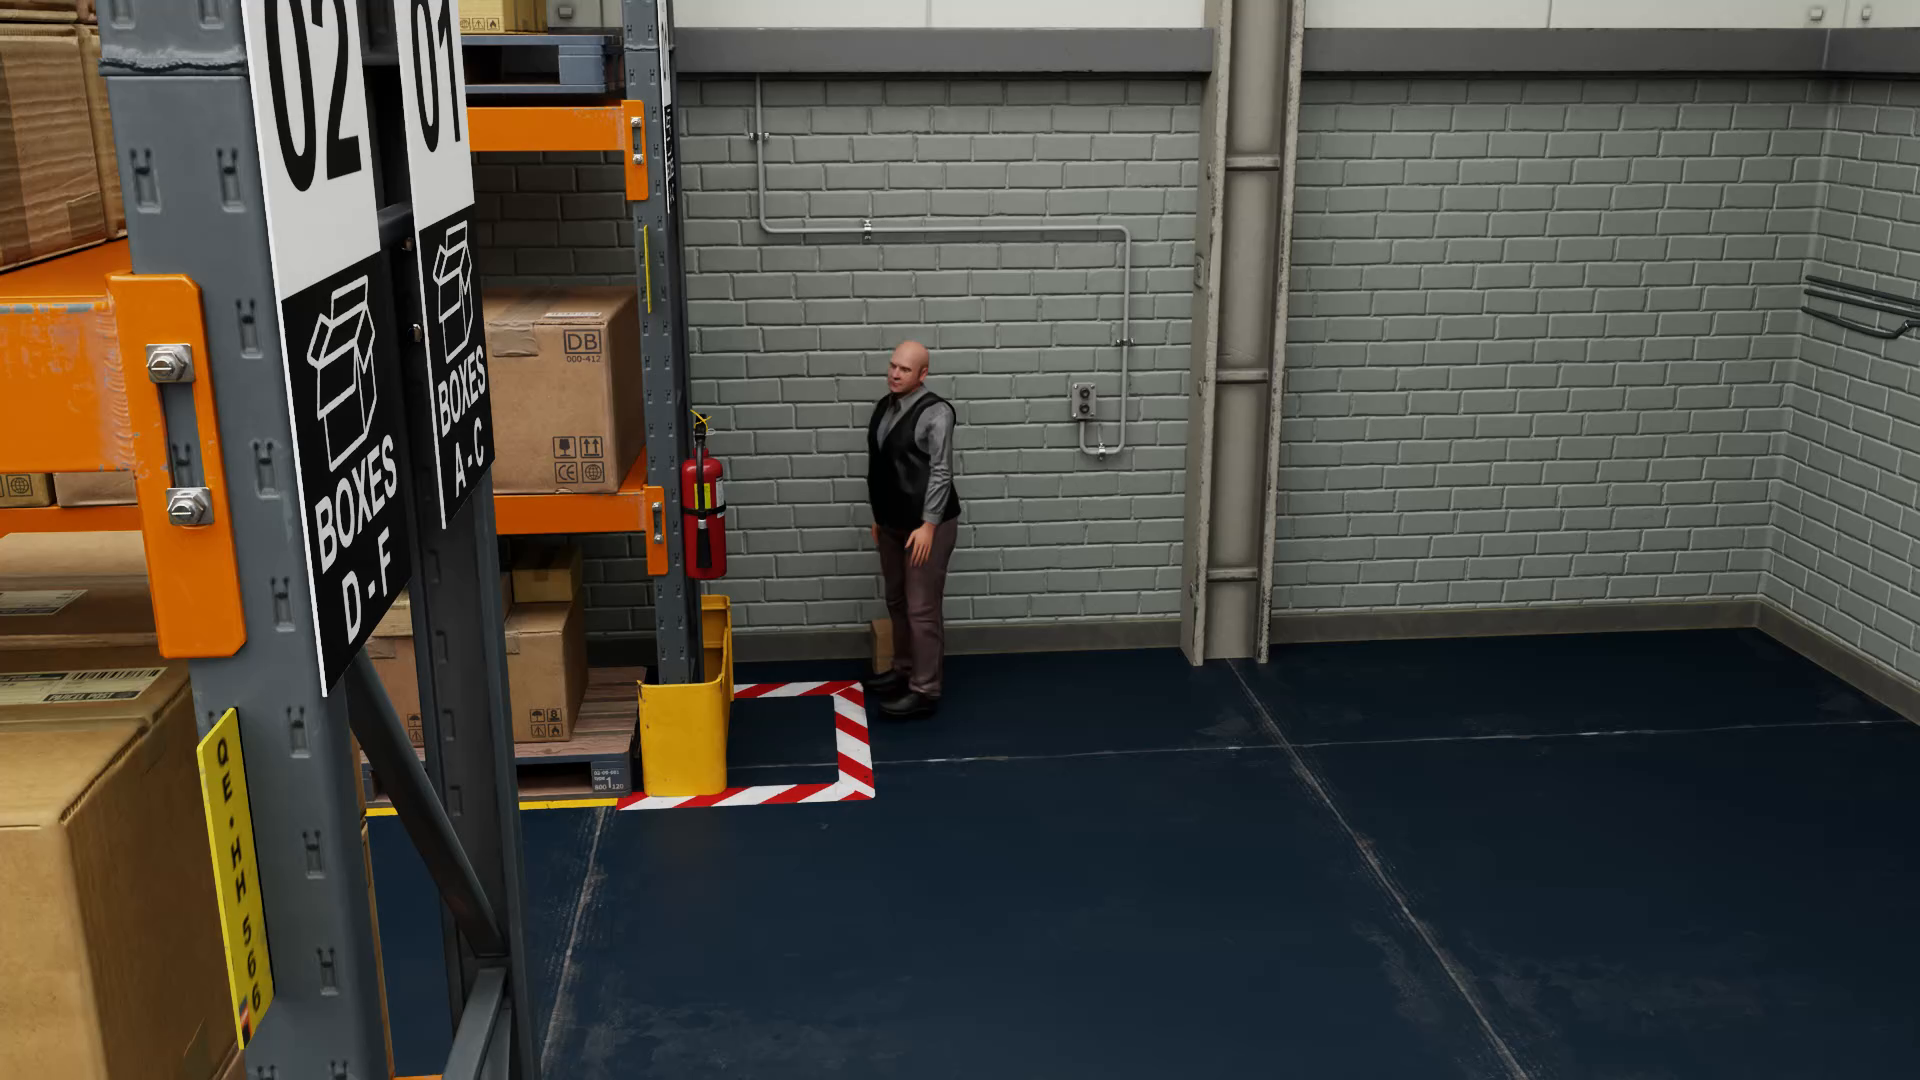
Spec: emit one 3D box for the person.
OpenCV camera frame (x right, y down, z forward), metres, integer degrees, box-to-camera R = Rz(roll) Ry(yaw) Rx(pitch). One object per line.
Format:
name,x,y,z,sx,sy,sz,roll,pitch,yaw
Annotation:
person,-0.270,-0.009,7.689,0.462,1.631,0.567,-12,20,-35
